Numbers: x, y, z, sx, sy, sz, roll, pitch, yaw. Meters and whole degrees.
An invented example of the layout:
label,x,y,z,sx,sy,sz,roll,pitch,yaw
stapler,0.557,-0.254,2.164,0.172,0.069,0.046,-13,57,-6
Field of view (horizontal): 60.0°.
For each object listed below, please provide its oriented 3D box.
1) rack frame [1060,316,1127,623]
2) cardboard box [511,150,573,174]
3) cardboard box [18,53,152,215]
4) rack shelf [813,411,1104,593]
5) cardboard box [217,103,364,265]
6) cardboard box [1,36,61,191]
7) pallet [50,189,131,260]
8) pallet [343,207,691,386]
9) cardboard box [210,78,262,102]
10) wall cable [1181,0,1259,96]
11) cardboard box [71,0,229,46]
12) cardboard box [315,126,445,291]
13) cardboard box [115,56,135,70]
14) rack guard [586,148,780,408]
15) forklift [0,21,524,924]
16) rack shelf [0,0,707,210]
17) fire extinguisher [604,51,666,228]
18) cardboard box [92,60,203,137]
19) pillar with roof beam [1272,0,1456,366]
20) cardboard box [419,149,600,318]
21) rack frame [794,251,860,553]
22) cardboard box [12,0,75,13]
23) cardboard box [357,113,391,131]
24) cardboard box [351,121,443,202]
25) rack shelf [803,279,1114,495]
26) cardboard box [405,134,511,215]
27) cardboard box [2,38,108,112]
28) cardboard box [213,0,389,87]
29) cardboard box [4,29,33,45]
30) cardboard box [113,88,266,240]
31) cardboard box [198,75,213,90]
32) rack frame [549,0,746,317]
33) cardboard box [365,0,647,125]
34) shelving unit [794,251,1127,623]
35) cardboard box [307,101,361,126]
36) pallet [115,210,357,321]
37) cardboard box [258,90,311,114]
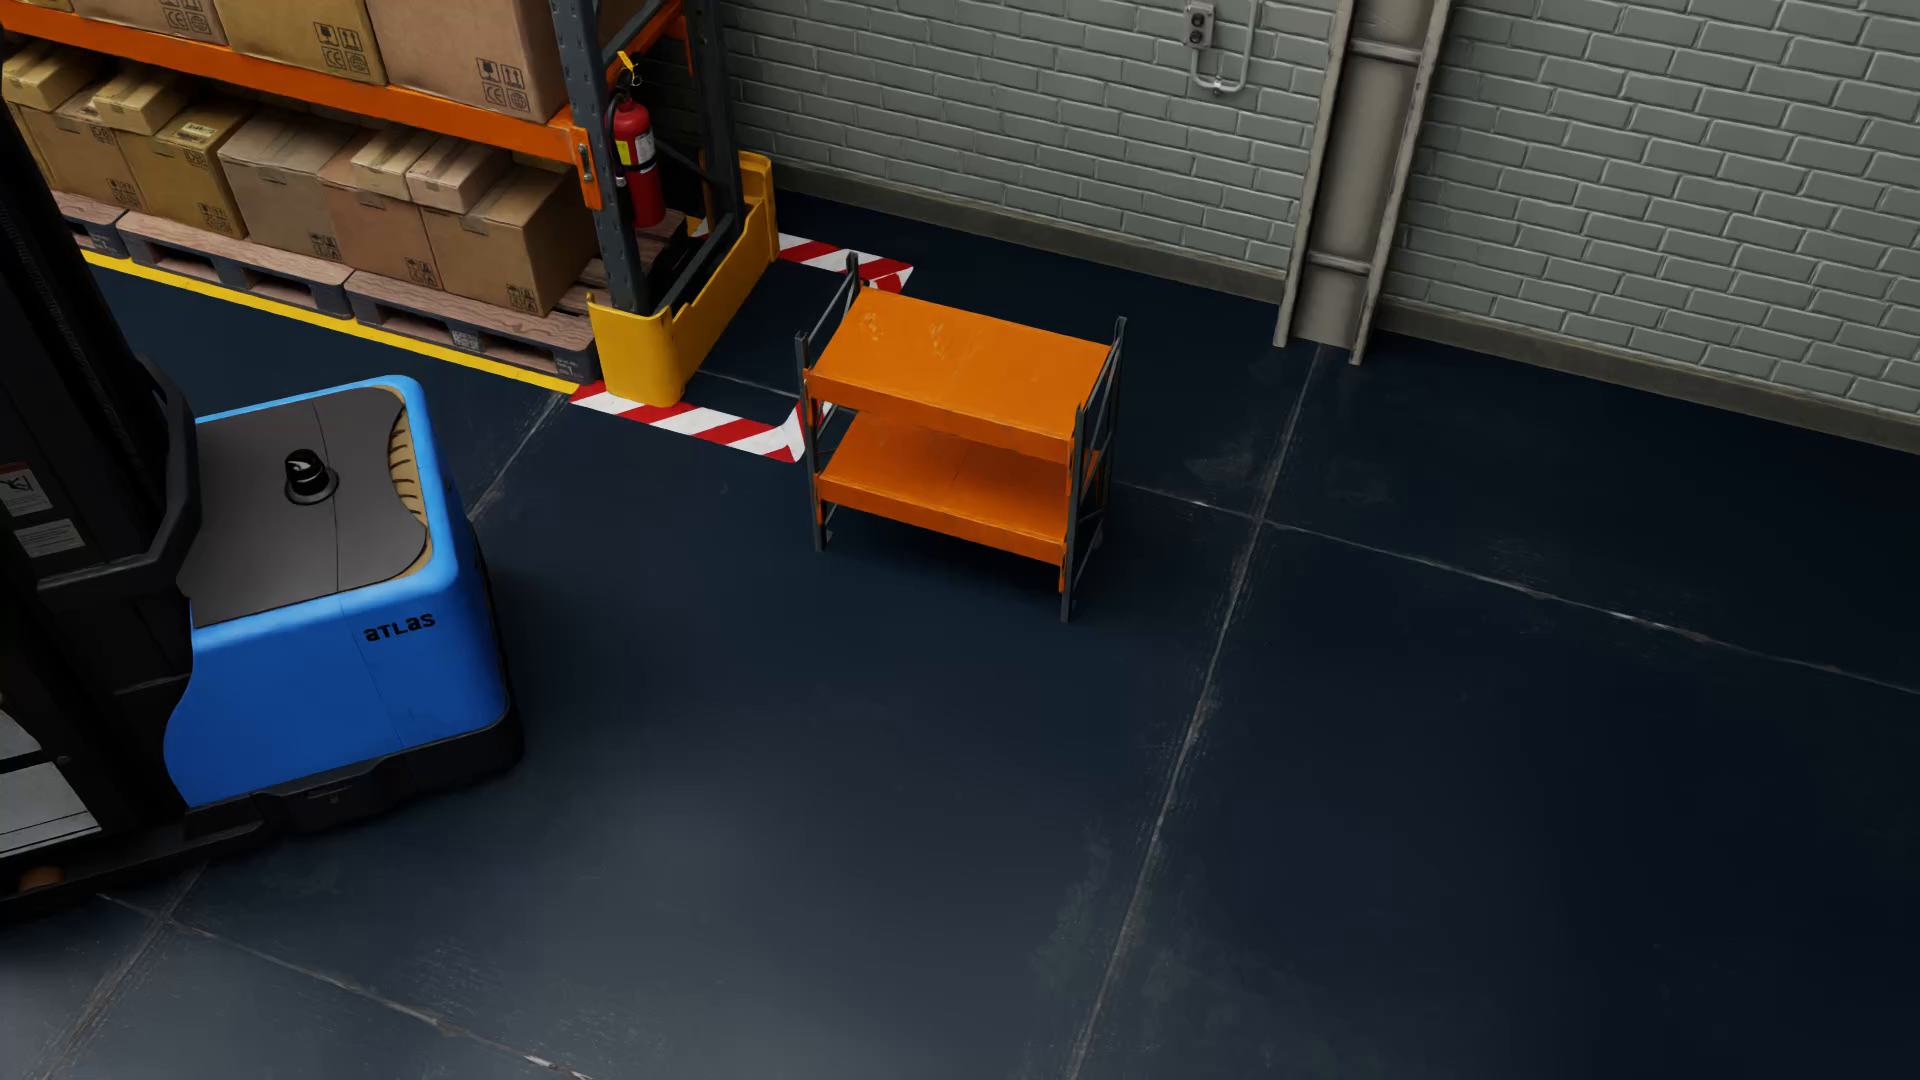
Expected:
label,x,y,z,sx,sy,sz,roll,pitch,yaw
rack frame,0.483,-0.234,6.075,0.032,1.125,0.500,16,51,13
cardboard box,-1.715,-1.750,7.096,0.250,0.149,0.380,16,51,13
cardboard box,-3.826,-1.962,7.708,0.500,0.500,0.700,15,51,13
rack shelf,0.006,-0.206,6.375,1.000,0.278,0.538,16,51,13
cardboard box,-2.843,-1.691,7.474,0.500,0.500,0.700,14,51,12
cardboard box,-4.296,-2.096,7.824,0.500,0.500,0.700,16,51,14
pallet,-4.276,-1.877,8.104,1.213,0.211,1.003,16,51,13
pallet,-1.987,-1.238,7.550,1.213,0.211,1.003,16,51,13
cardboard box,-3.142,-2.148,7.440,0.250,0.149,0.380,15,51,12
wall cable,0.319,-2.666,6.270,1.851,1.984,0.084,16,51,13
cardboard box,-3.090,-2.611,6.696,0.700,0.700,0.980,13,50,11
cardboard box,-2.371,-1.560,7.360,0.500,0.500,0.700,15,51,13
cardboard box,-3.621,-2.282,7.556,0.250,0.149,0.380,14,51,12
rack guard,-1.187,-1.173,7.302,0.348,0.500,1.175,16,51,13
forklift,-3.119,-0.129,4.789,3.031,2.935,1.130,-15,51,-13
rack shelf,-3.086,-2.286,7.089,4.000,0.370,1.077,16,51,13
fire extinguisher,-1.228,-1.484,6.215,0.183,0.674,0.296,16,51,13
cardboard box,-3.548,-1.952,7.271,0.250,0.149,0.380,14,51,12
pillar with roof beam,0.131,-0.817,1.370,0.400,9.000,9.100,16,51,13
cardboard box,-1.901,-1.429,7.246,0.500,0.500,0.700,16,51,13
rack frame,-0.471,-0.500,6.305,0.032,1.125,0.500,16,51,13
cardboard box,-3.776,-2.795,6.855,0.700,0.700,0.980,14,51,12
cardboard box,-2.425,-1.948,7.267,0.250,0.149,0.380,16,51,13
cardboard box,-2.325,-1.612,6.976,0.250,0.149,0.380,17,51,14
rack shelf,0.006,-0.558,5.969,1.000,0.278,0.538,16,51,13
cardboard box,-2.085,-1.546,6.918,0.250,0.149,0.380,15,51,13
cardboard box,-4.038,-2.089,7.389,0.250,0.149,0.380,17,51,14
cardboard box,-2.378,-2.405,6.518,0.700,0.700,0.980,15,51,13
cardboard box,-4.363,-2.487,7.734,0.250,0.149,0.380,15,51,13
cardboard box,-3.345,-1.826,7.590,0.500,0.500,0.700,17,51,14
cardboard box,-3.384,-2.215,7.498,0.250,0.149,0.380,16,51,14
rack frame,-1.210,-1.998,6.363,0.127,3.000,1.000,16,51,13
cardboard box,-1.692,-2.222,6.359,0.700,0.700,0.980,18,51,15
shelving unit,0.006,-0.367,6.190,1.048,1.125,0.538,16,51,13
cardboard box,-2.664,-2.015,7.325,0.250,0.149,0.380,16,51,14
pallet,-3.128,-1.559,7.828,1.213,0.211,1.003,16,51,13
cardboard box,-2.905,-2.081,7.382,0.250,0.149,0.380,16,51,13
